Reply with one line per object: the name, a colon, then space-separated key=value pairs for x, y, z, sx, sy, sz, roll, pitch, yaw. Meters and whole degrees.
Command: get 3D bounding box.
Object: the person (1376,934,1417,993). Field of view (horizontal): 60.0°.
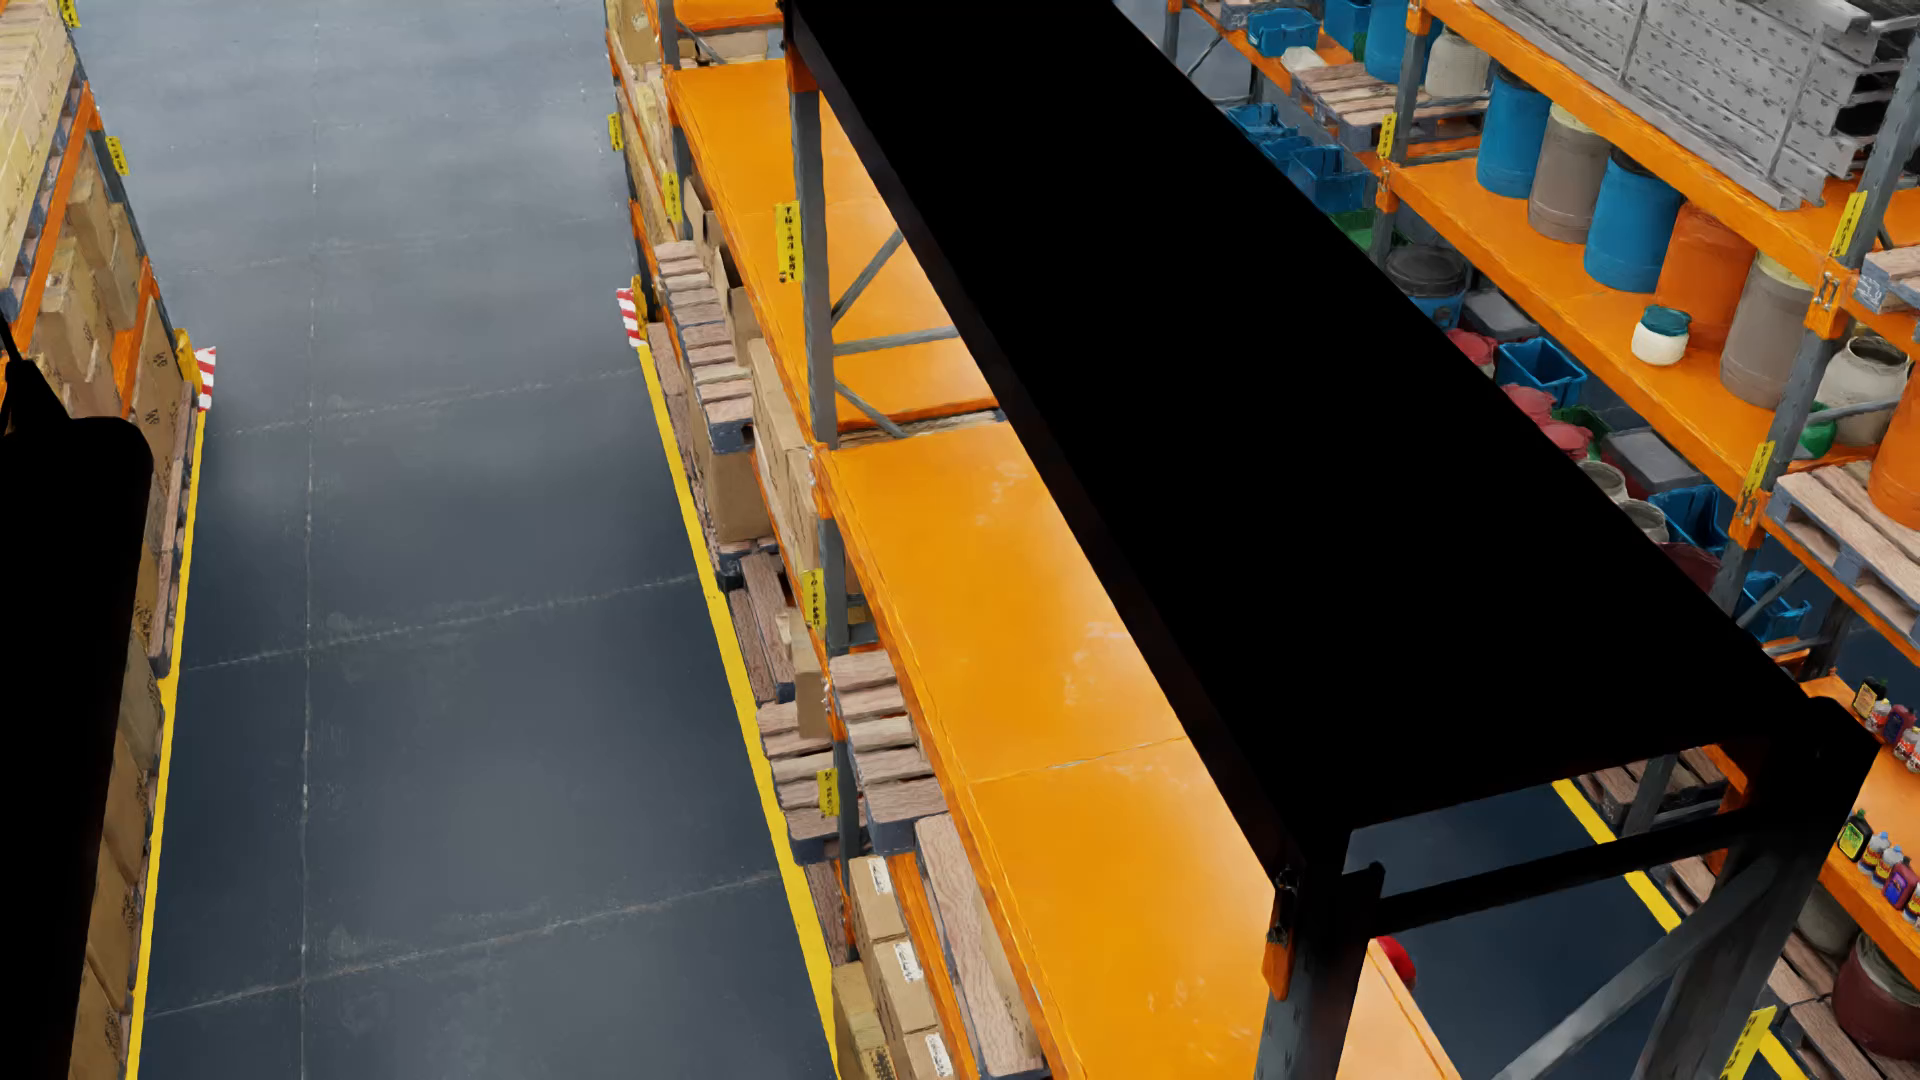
person: x=1.929 y=2.459 z=8.383 sx=0.682 sy=1.676 sz=0.535 roll=-12 pitch=40 yaw=-15
